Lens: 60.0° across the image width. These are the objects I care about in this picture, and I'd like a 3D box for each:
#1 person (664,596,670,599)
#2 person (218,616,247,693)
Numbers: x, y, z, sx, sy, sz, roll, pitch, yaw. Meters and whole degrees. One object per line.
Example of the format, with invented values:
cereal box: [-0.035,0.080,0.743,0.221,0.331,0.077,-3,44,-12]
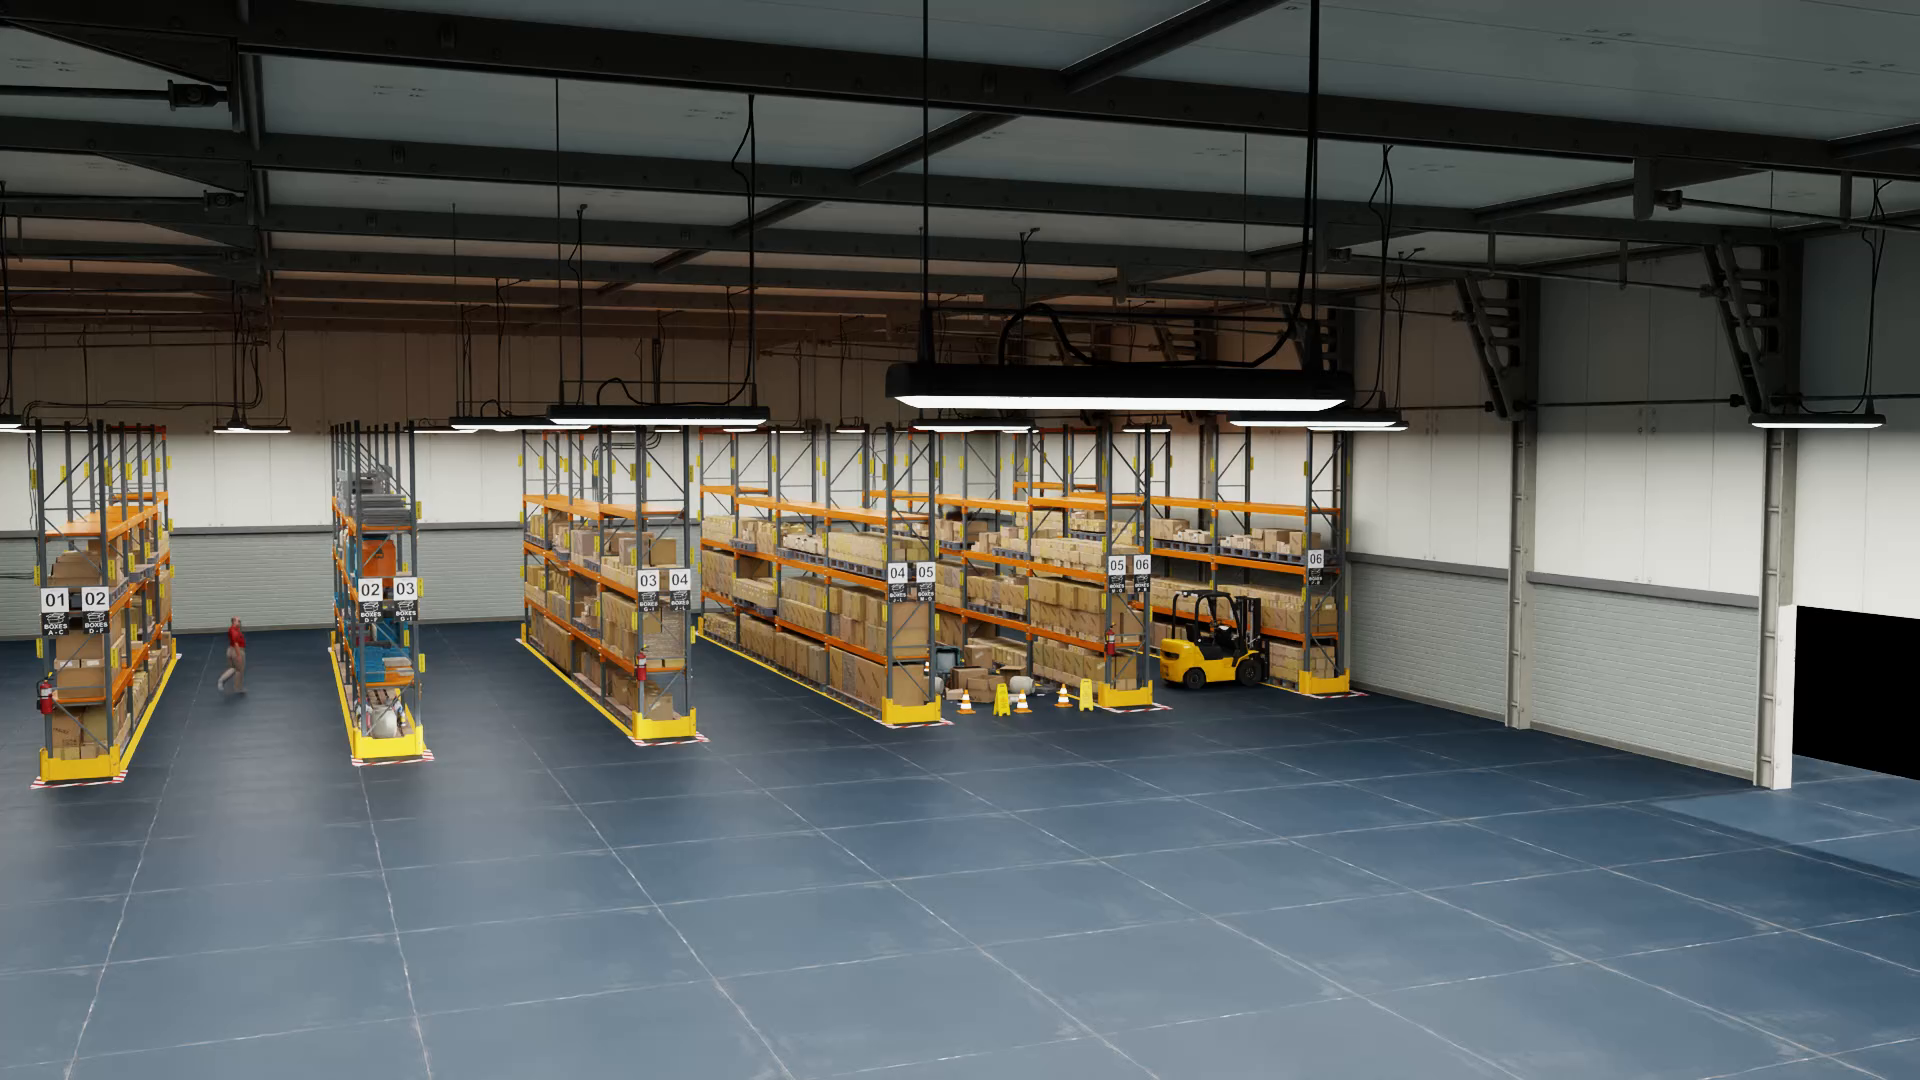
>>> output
person: [-8.463,1.805,48.379,0.736,1.715,1.095,0,4,7]
person: [-16.122,2.545,36.935,0.534,1.714,0.641,2,4,32]
